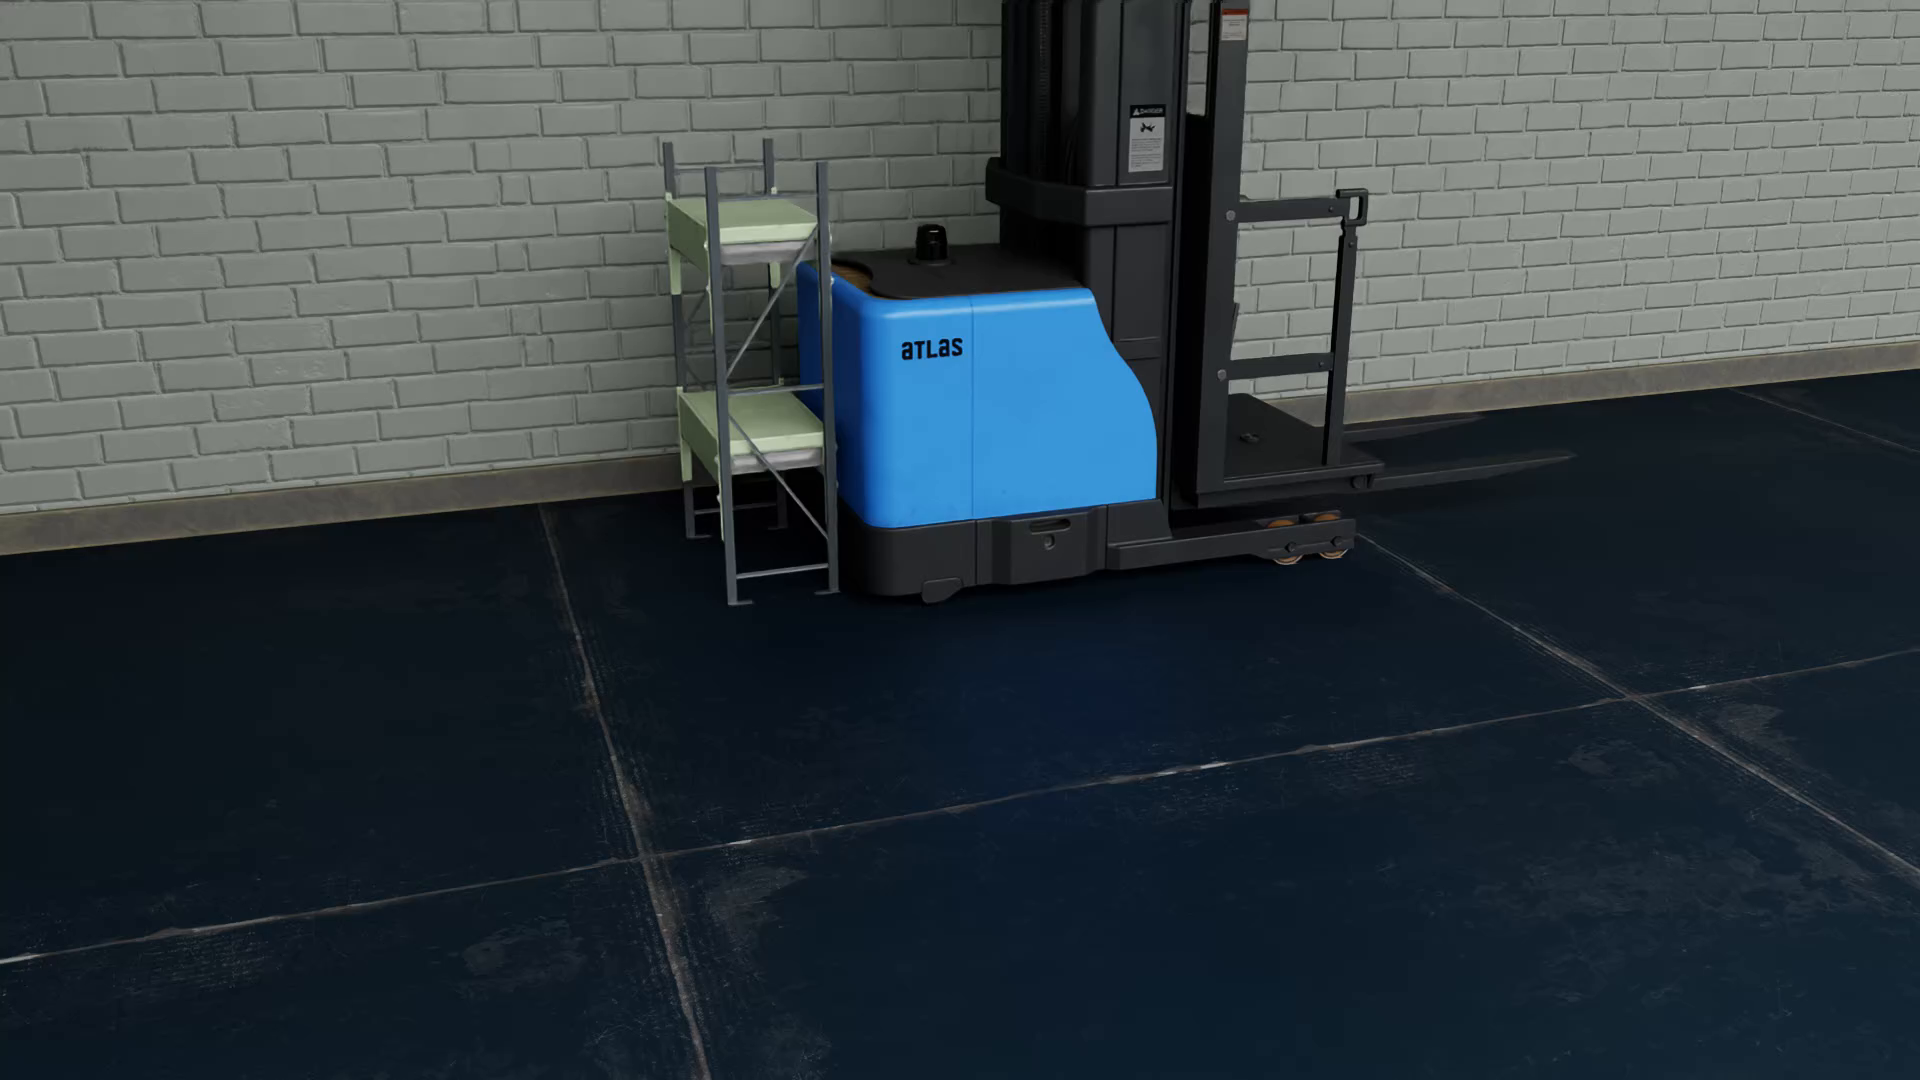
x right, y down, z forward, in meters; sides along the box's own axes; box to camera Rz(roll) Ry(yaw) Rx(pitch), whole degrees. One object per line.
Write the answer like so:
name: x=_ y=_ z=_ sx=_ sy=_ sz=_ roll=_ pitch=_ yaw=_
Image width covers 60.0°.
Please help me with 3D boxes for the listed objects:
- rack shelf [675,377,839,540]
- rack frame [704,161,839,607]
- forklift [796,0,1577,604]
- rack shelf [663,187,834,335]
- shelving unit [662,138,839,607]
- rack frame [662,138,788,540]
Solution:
rack shelf: x=-0.745 y=-0.310 z=6.025 sx=0.431 sy=0.370 sz=0.720 roll=-7 pitch=21 yaw=-19
rack frame: x=-0.621 y=-0.500 z=5.591 sx=0.400 sy=1.500 sz=0.023 roll=-7 pitch=21 yaw=-19
forklift: x=0.952 y=-1.446 z=6.107 sx=3.031 sy=2.935 sz=1.130 roll=-7 pitch=21 yaw=-18
rack shelf: x=-0.745 y=-0.984 z=5.783 sx=0.431 sy=0.370 sz=0.720 roll=-7 pitch=21 yaw=-19
shelving unit: x=-0.745 y=-0.617 z=5.915 sx=0.431 sy=1.500 sz=0.755 roll=-7 pitch=21 yaw=-19
rack frame: x=-0.870 y=-0.733 z=6.239 sx=0.400 sy=1.500 sz=0.023 roll=-7 pitch=21 yaw=-19
